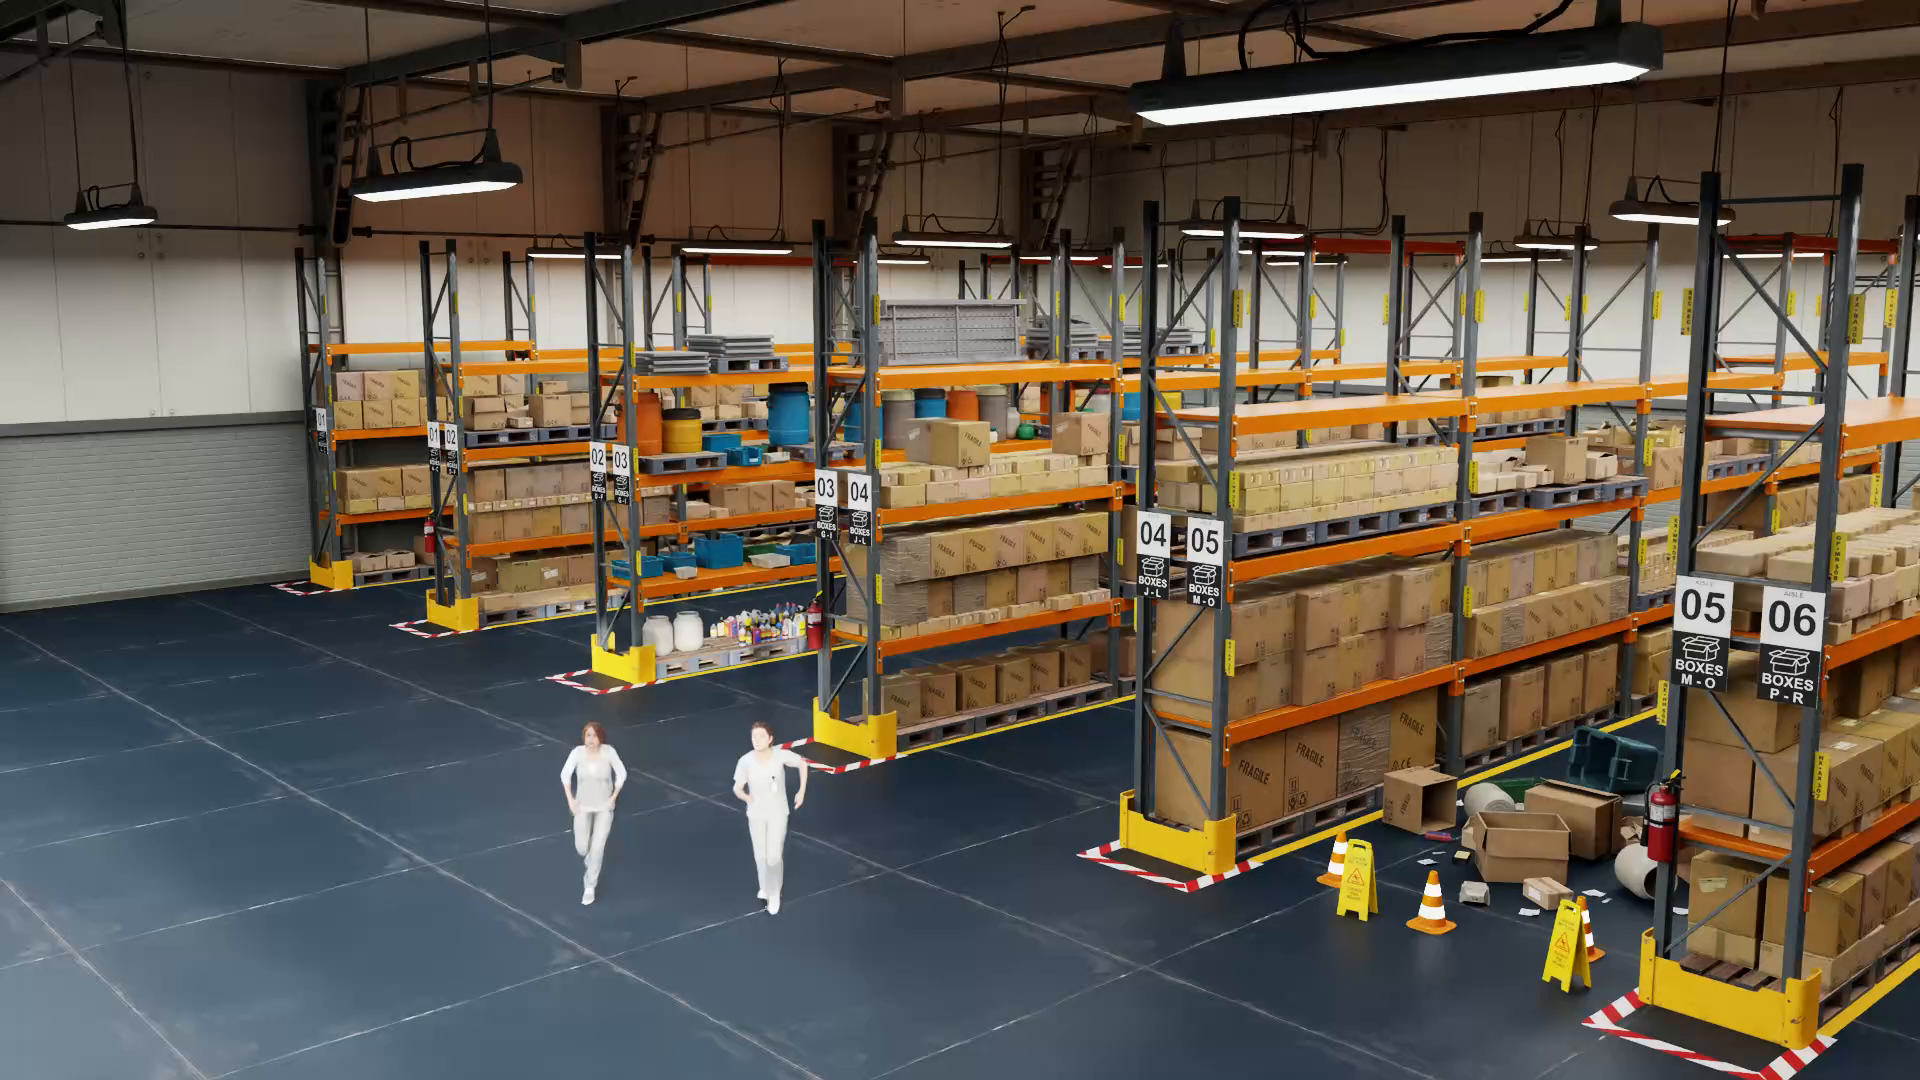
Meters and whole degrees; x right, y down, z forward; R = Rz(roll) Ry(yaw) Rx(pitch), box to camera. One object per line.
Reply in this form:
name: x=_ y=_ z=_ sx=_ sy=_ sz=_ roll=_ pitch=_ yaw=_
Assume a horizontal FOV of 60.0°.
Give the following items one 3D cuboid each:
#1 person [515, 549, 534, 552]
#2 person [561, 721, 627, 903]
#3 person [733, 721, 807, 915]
person: x=-7.720 y=0.026 z=29.409 sx=0.693 sy=1.730 sz=0.681 roll=5 pitch=10 yaw=30
person: x=-3.166 y=2.311 z=14.416 sx=0.559 sy=1.565 sz=0.557 roll=-1 pitch=8 yaw=-9
person: x=-1.590 y=2.310 z=13.918 sx=0.574 sy=1.636 sz=0.835 roll=1 pitch=8 yaw=6
